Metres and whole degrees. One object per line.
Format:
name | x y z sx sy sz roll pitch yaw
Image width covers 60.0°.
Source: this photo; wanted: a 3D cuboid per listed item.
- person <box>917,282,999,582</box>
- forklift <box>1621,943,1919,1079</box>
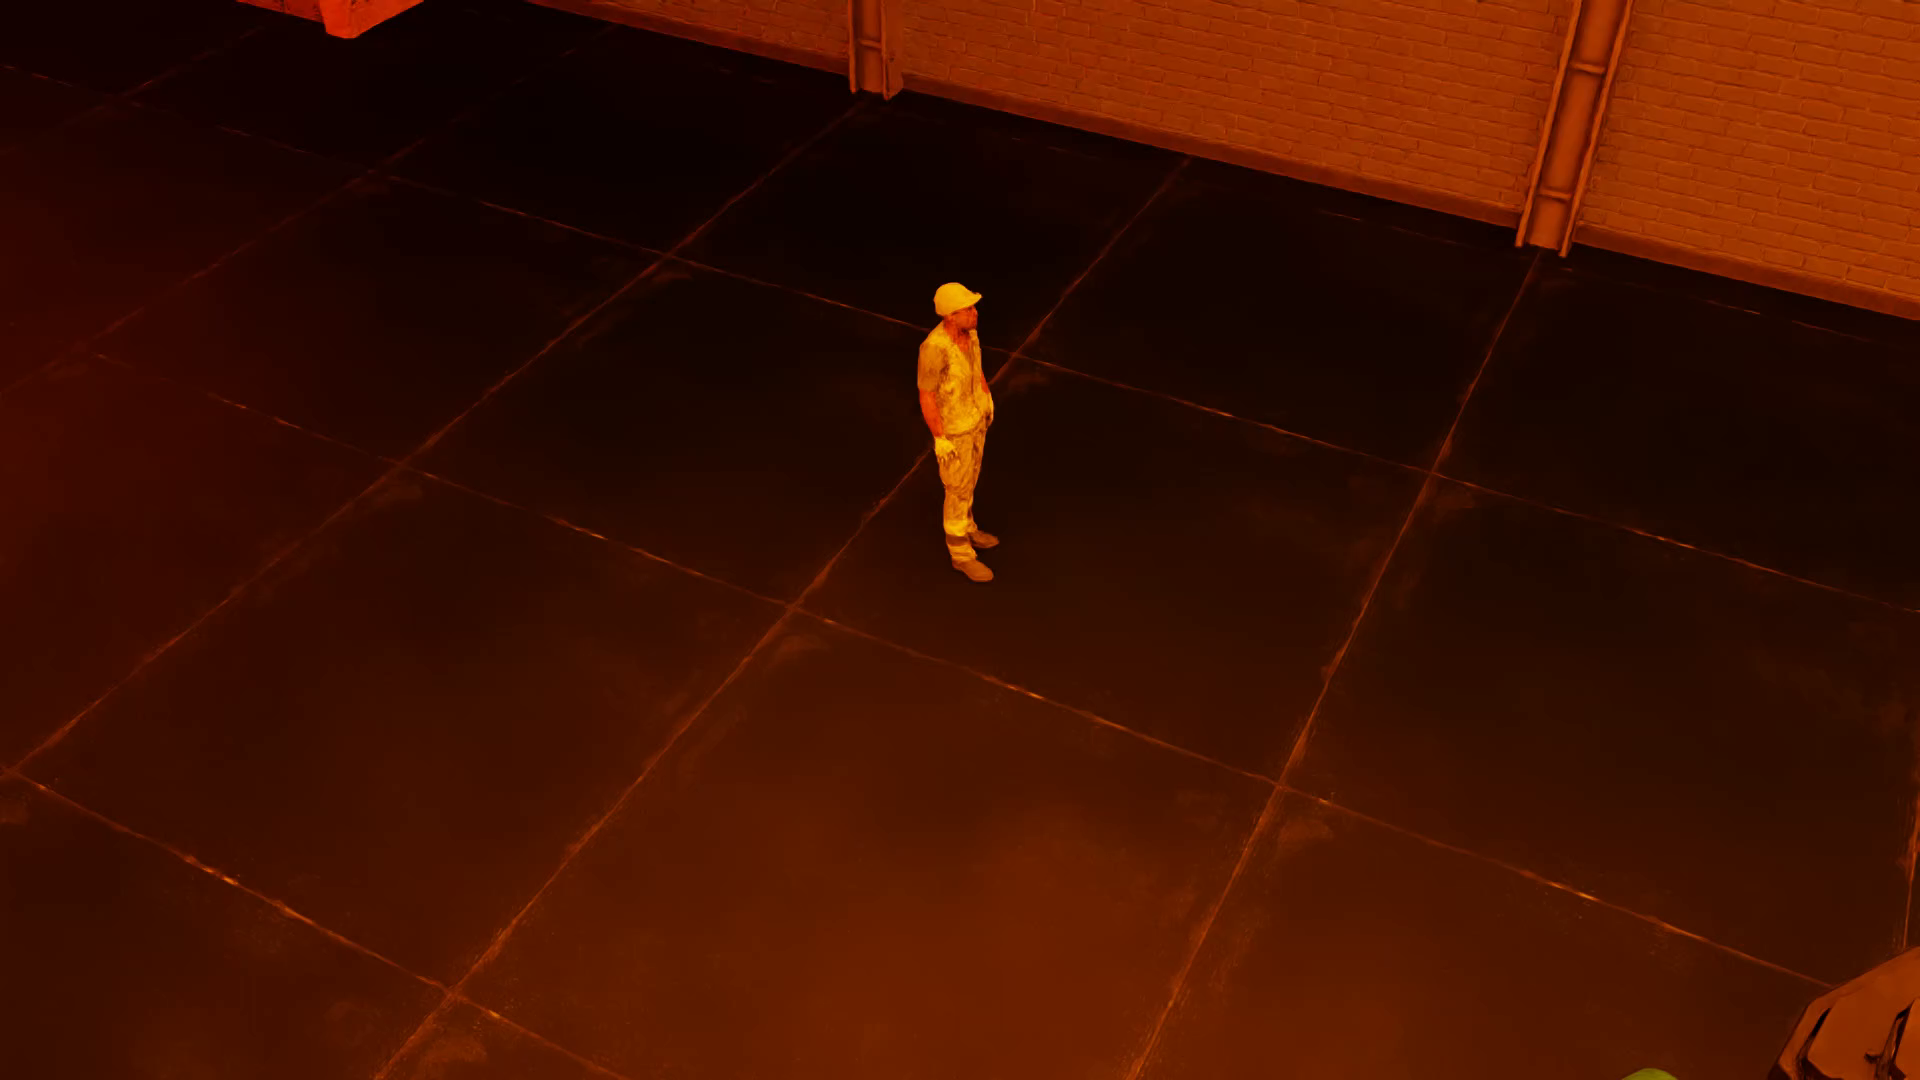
person | 0.066 -0.660 9.645 0.563 1.787 0.637 18 43 21
forklift | 2.860 2.657 4.831 1.130 2.935 3.031 -18 43 -20
